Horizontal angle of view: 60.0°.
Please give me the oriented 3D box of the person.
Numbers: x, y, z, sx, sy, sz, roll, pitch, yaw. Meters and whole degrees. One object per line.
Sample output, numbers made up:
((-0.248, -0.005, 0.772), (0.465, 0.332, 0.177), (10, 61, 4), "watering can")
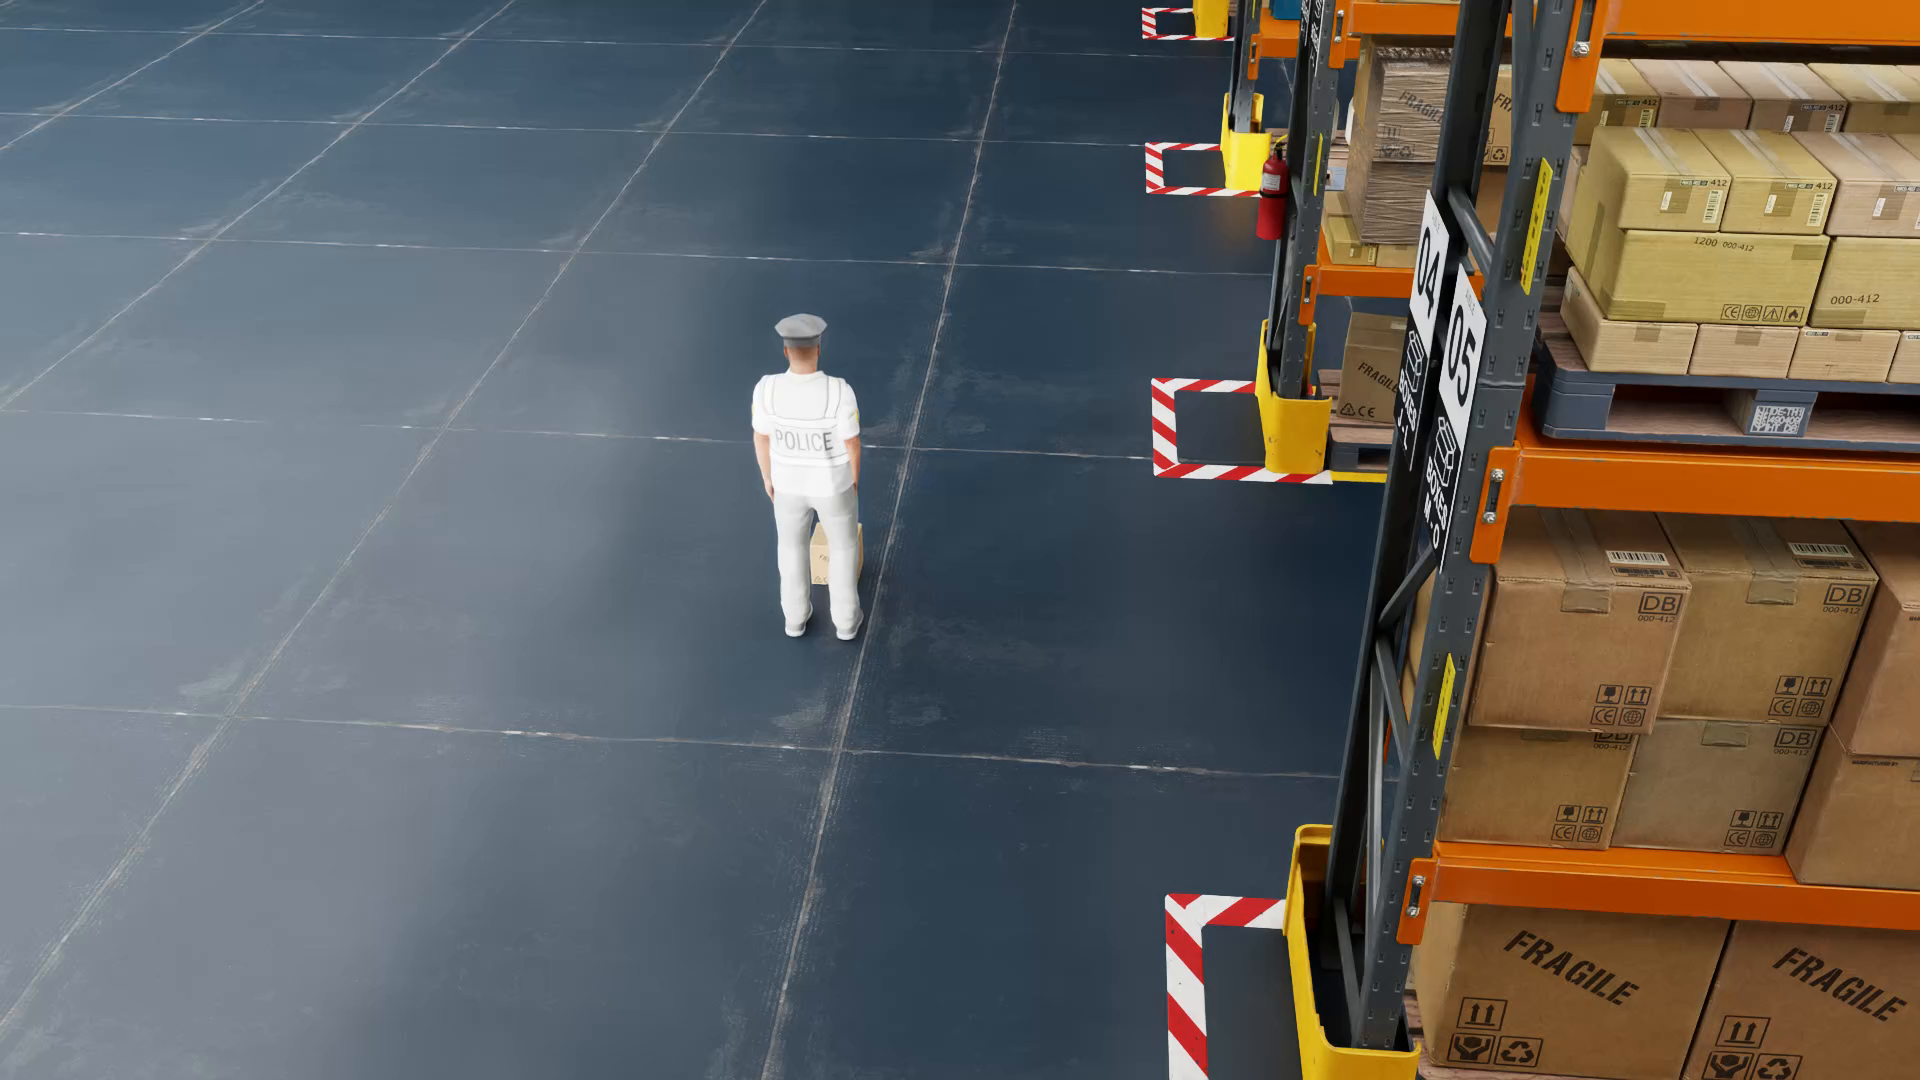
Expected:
((-0.748, -0.290, 8.329), (0.530, 1.746, 0.391), (3, 32, 5), "person")
